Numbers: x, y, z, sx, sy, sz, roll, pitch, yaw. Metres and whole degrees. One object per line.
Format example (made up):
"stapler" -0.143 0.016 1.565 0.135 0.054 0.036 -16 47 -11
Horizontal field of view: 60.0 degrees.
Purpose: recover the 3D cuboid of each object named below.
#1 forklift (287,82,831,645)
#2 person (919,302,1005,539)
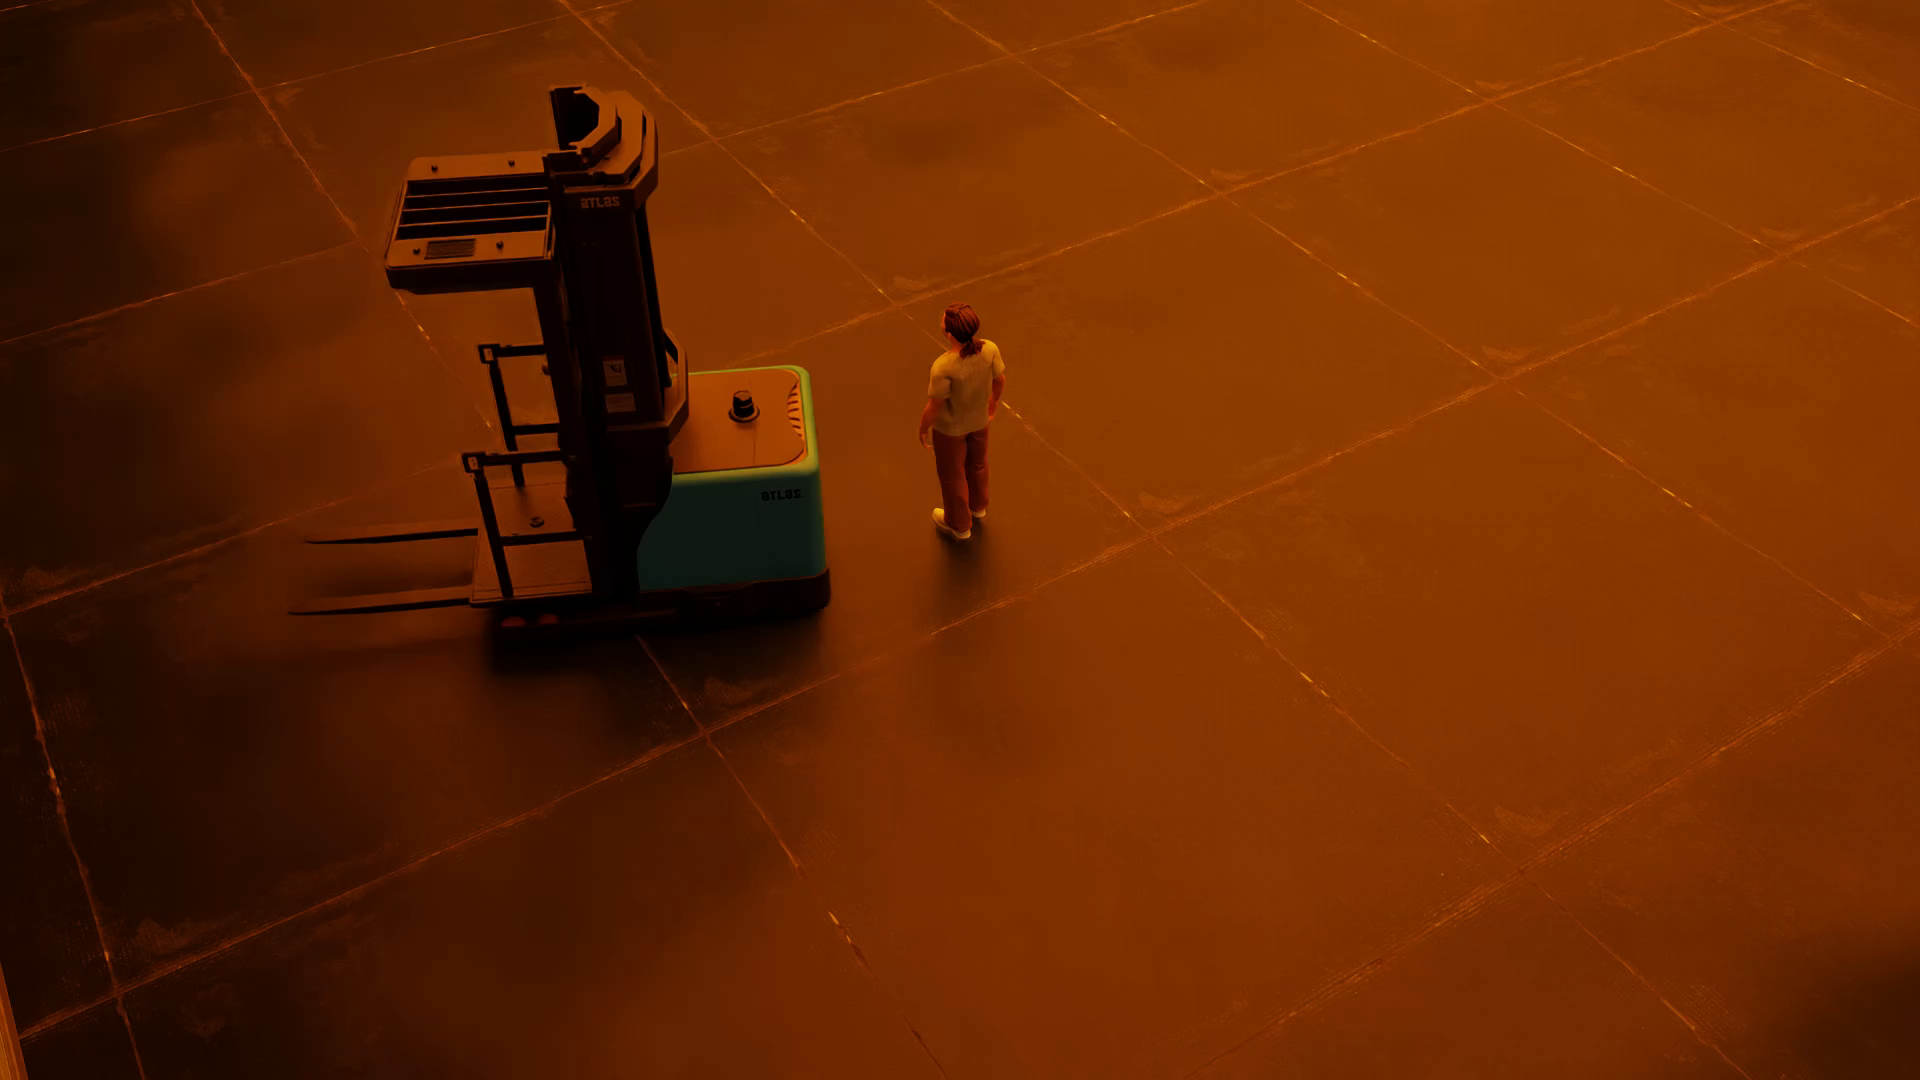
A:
"forklift" -2.304 -0.878 8.876 3.031 2.935 1.130 -5 41 -6
"person" -0.030 -0.711 9.567 0.553 1.676 0.549 -23 46 -24
